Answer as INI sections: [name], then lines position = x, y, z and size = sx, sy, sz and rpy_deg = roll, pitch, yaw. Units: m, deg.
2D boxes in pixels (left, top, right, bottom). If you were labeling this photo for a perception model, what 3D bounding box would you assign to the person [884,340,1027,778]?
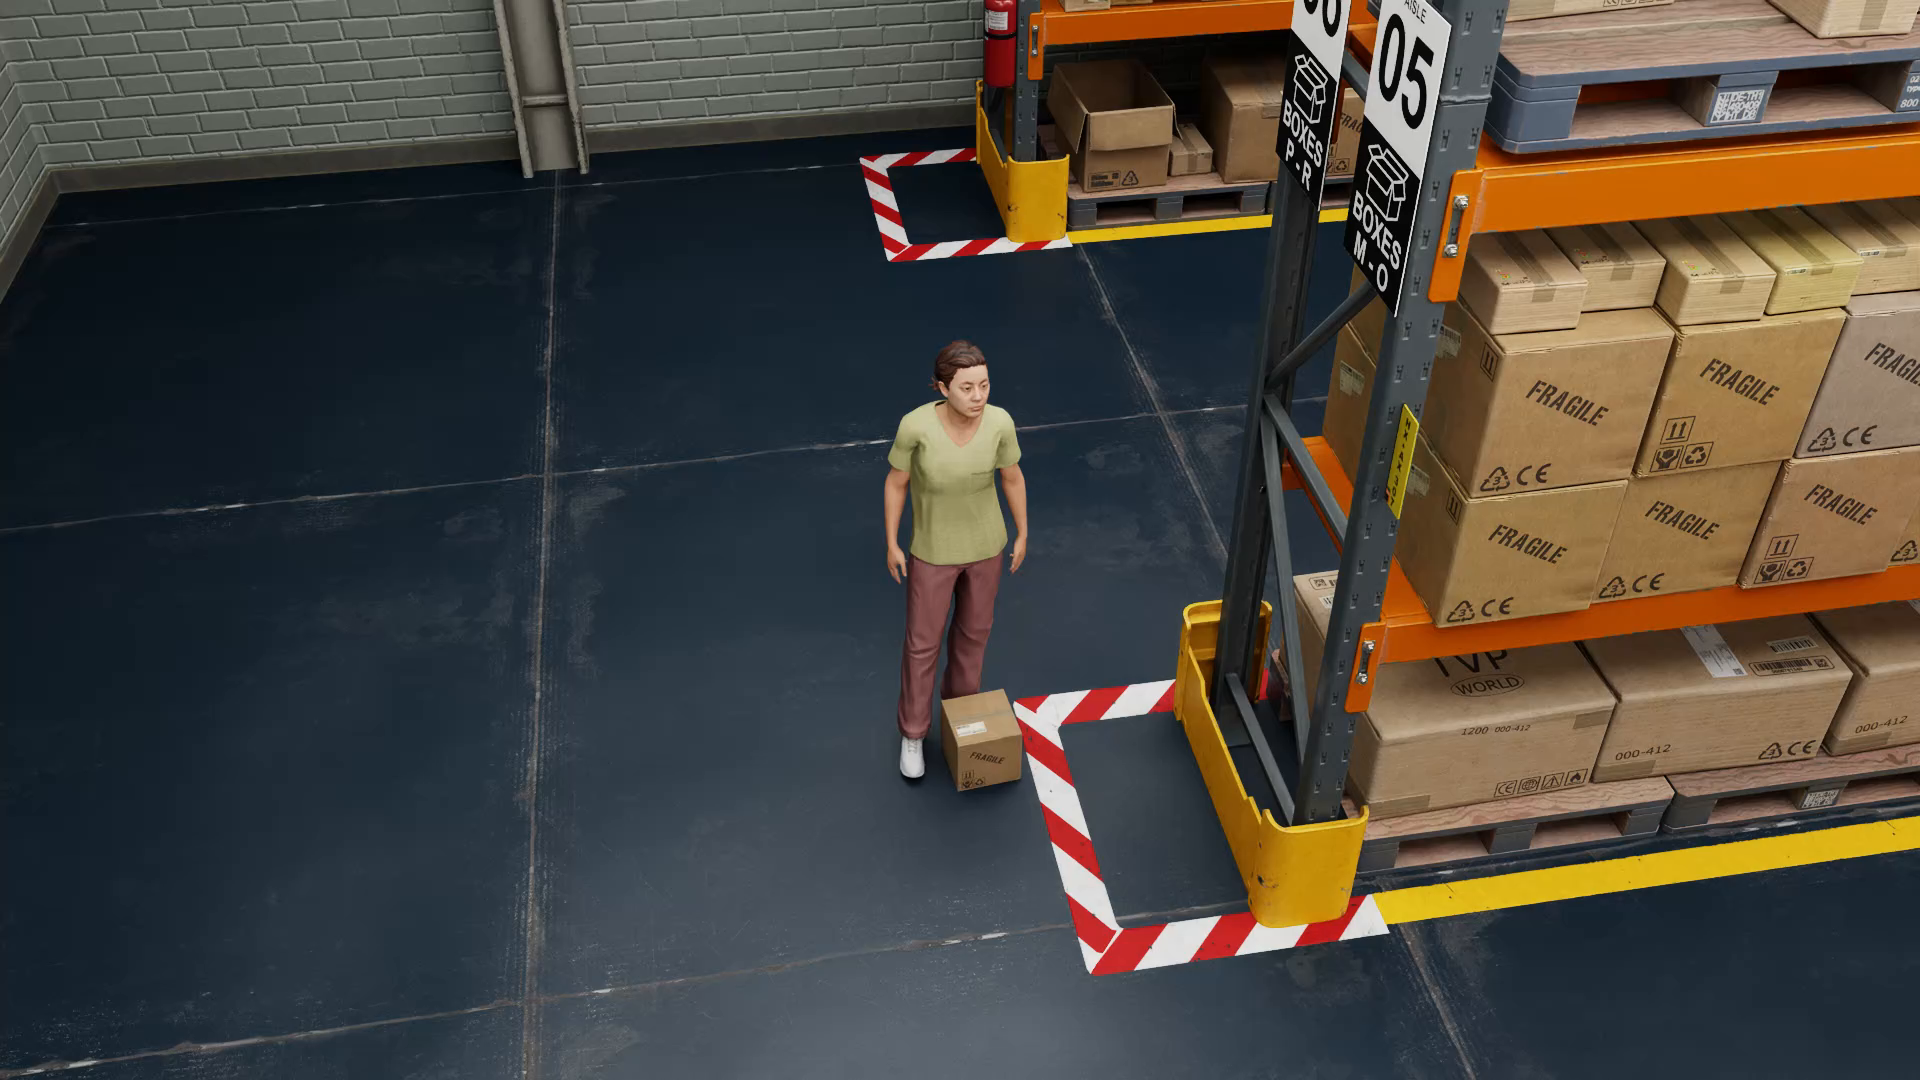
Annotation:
[person]
position = -0.004, 0.073, 6.048
size = 0.553, 1.675, 0.549
rpy_deg = -8, 40, -10
